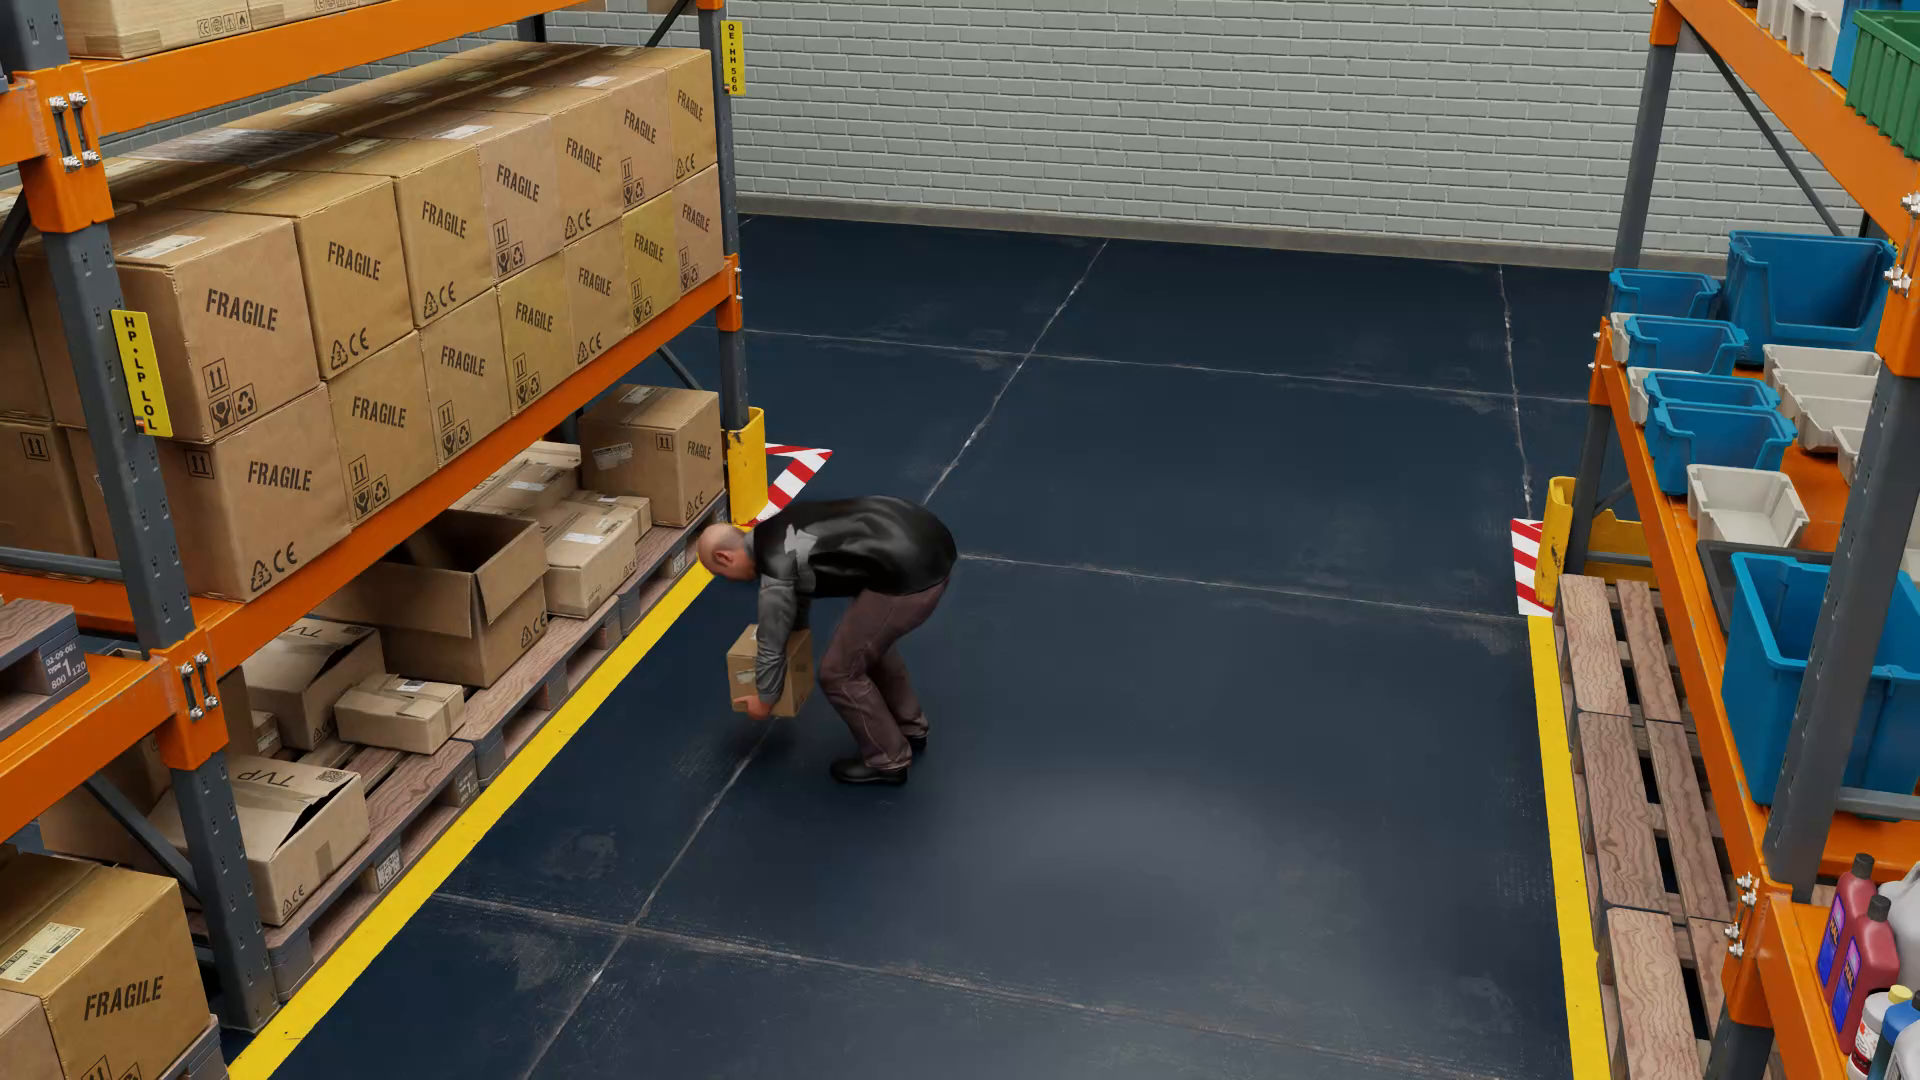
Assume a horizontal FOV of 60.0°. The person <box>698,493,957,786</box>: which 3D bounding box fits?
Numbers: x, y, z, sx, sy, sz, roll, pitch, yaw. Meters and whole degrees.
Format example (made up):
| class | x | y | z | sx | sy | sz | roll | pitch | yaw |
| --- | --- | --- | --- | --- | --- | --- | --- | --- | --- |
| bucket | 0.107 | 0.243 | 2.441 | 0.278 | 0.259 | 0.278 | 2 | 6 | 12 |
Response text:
| class | x | y | z | sx | sy | sz | roll | pitch | yaw |
| --- | --- | --- | --- | --- | --- | --- | --- | --- | --- |
| person | -0.496 | 0.335 | 6.182 | 0.959 | 1.077 | 0.484 | 5 | 26 | 11 |
